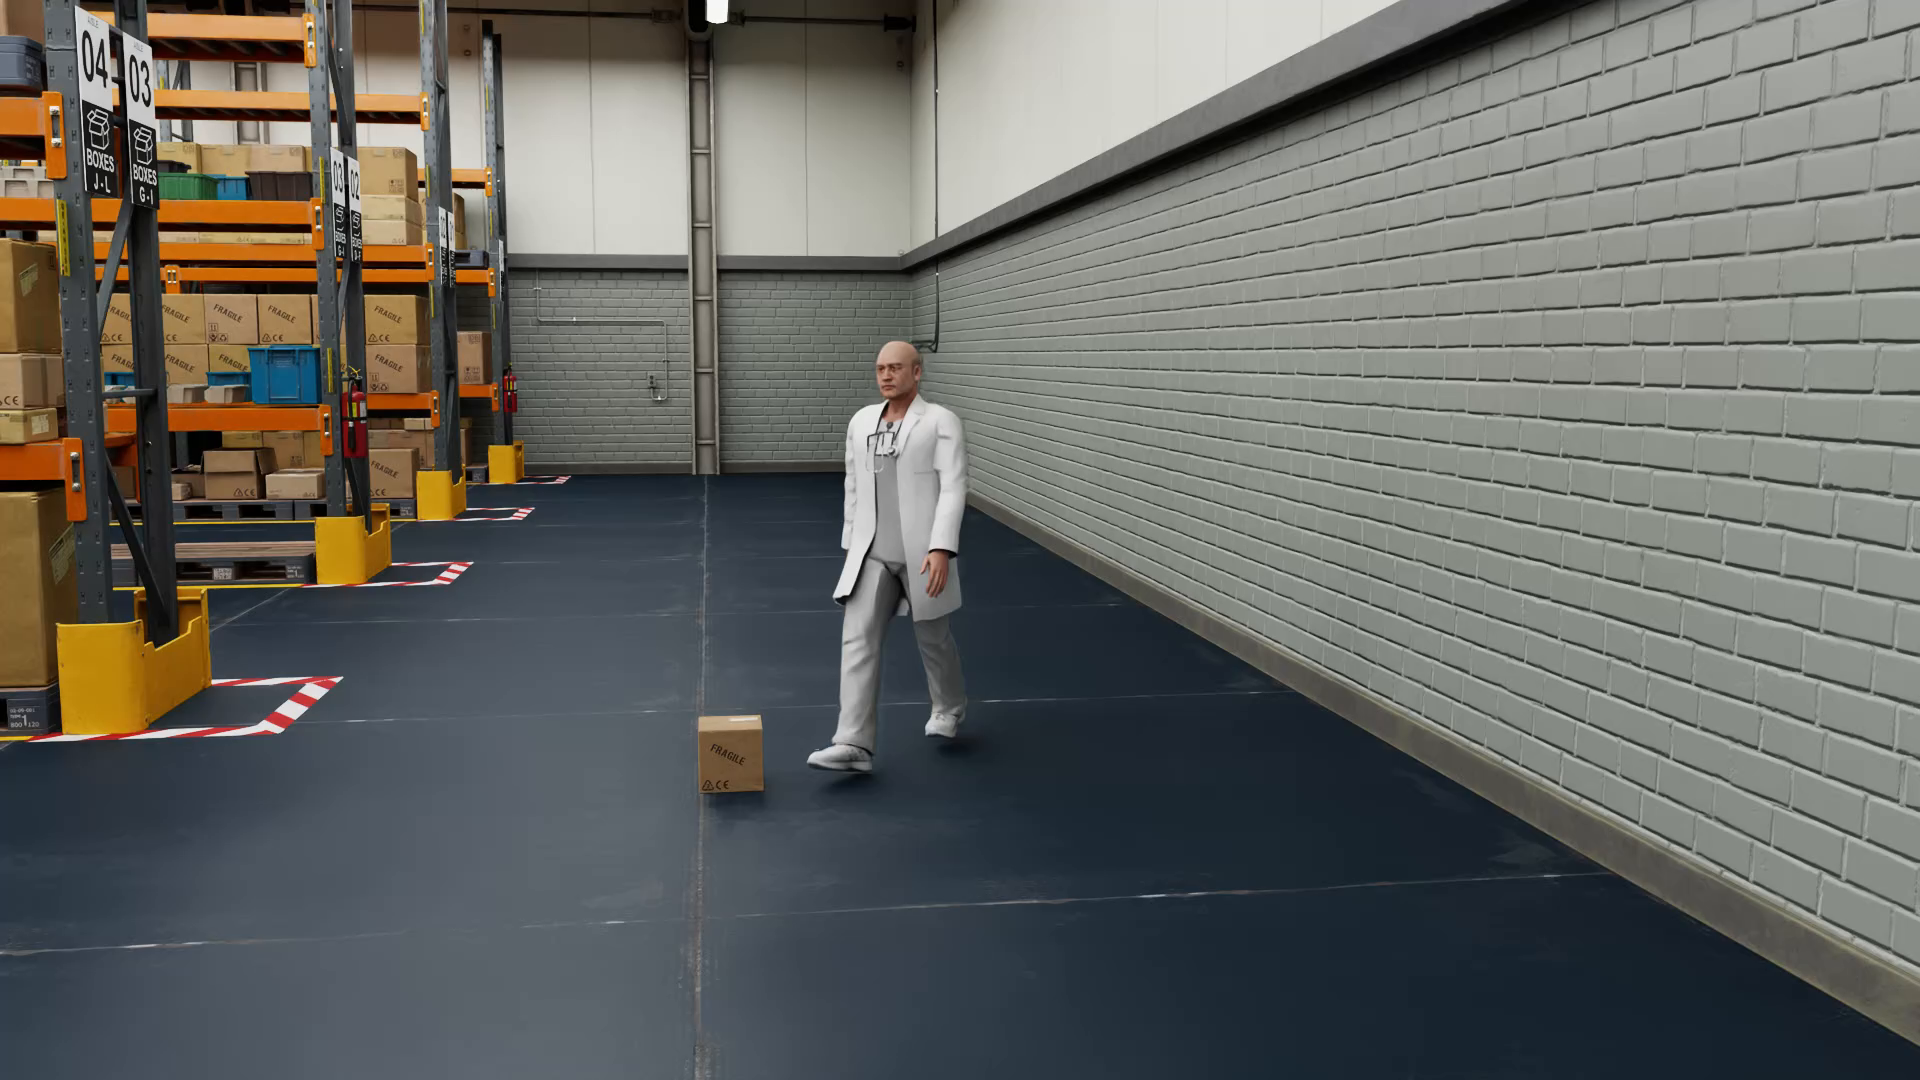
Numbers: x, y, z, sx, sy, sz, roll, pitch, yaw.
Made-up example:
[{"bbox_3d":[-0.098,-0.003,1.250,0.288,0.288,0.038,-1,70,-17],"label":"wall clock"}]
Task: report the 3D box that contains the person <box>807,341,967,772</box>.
[{"bbox_3d":[-0.261,0.055,6.857,0.615,1.740,1.096,2,7,18],"label":"person"}]
